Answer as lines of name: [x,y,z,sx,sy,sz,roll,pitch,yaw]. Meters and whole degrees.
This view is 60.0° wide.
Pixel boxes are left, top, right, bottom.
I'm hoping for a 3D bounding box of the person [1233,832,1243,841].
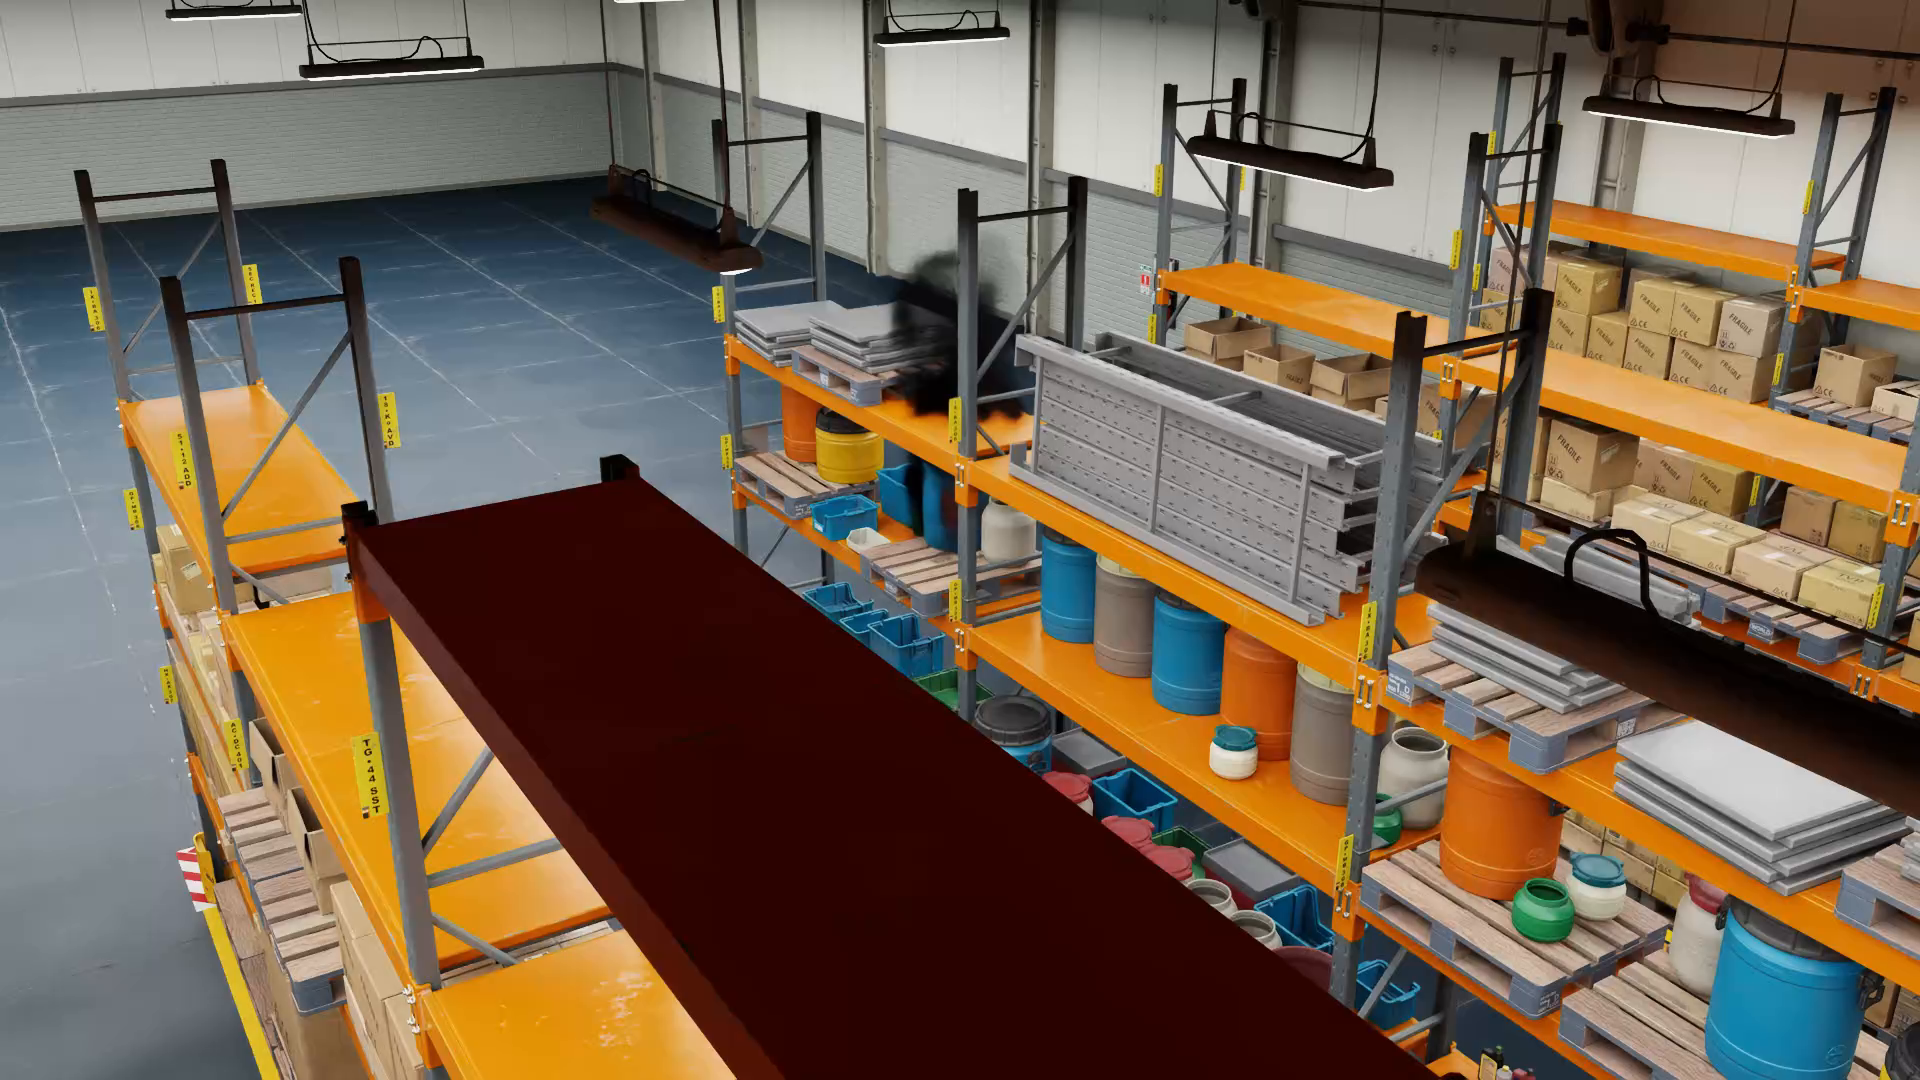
person: [2.305,2.349,12.920,0.510,1.613,0.628,-12,25,-28]
